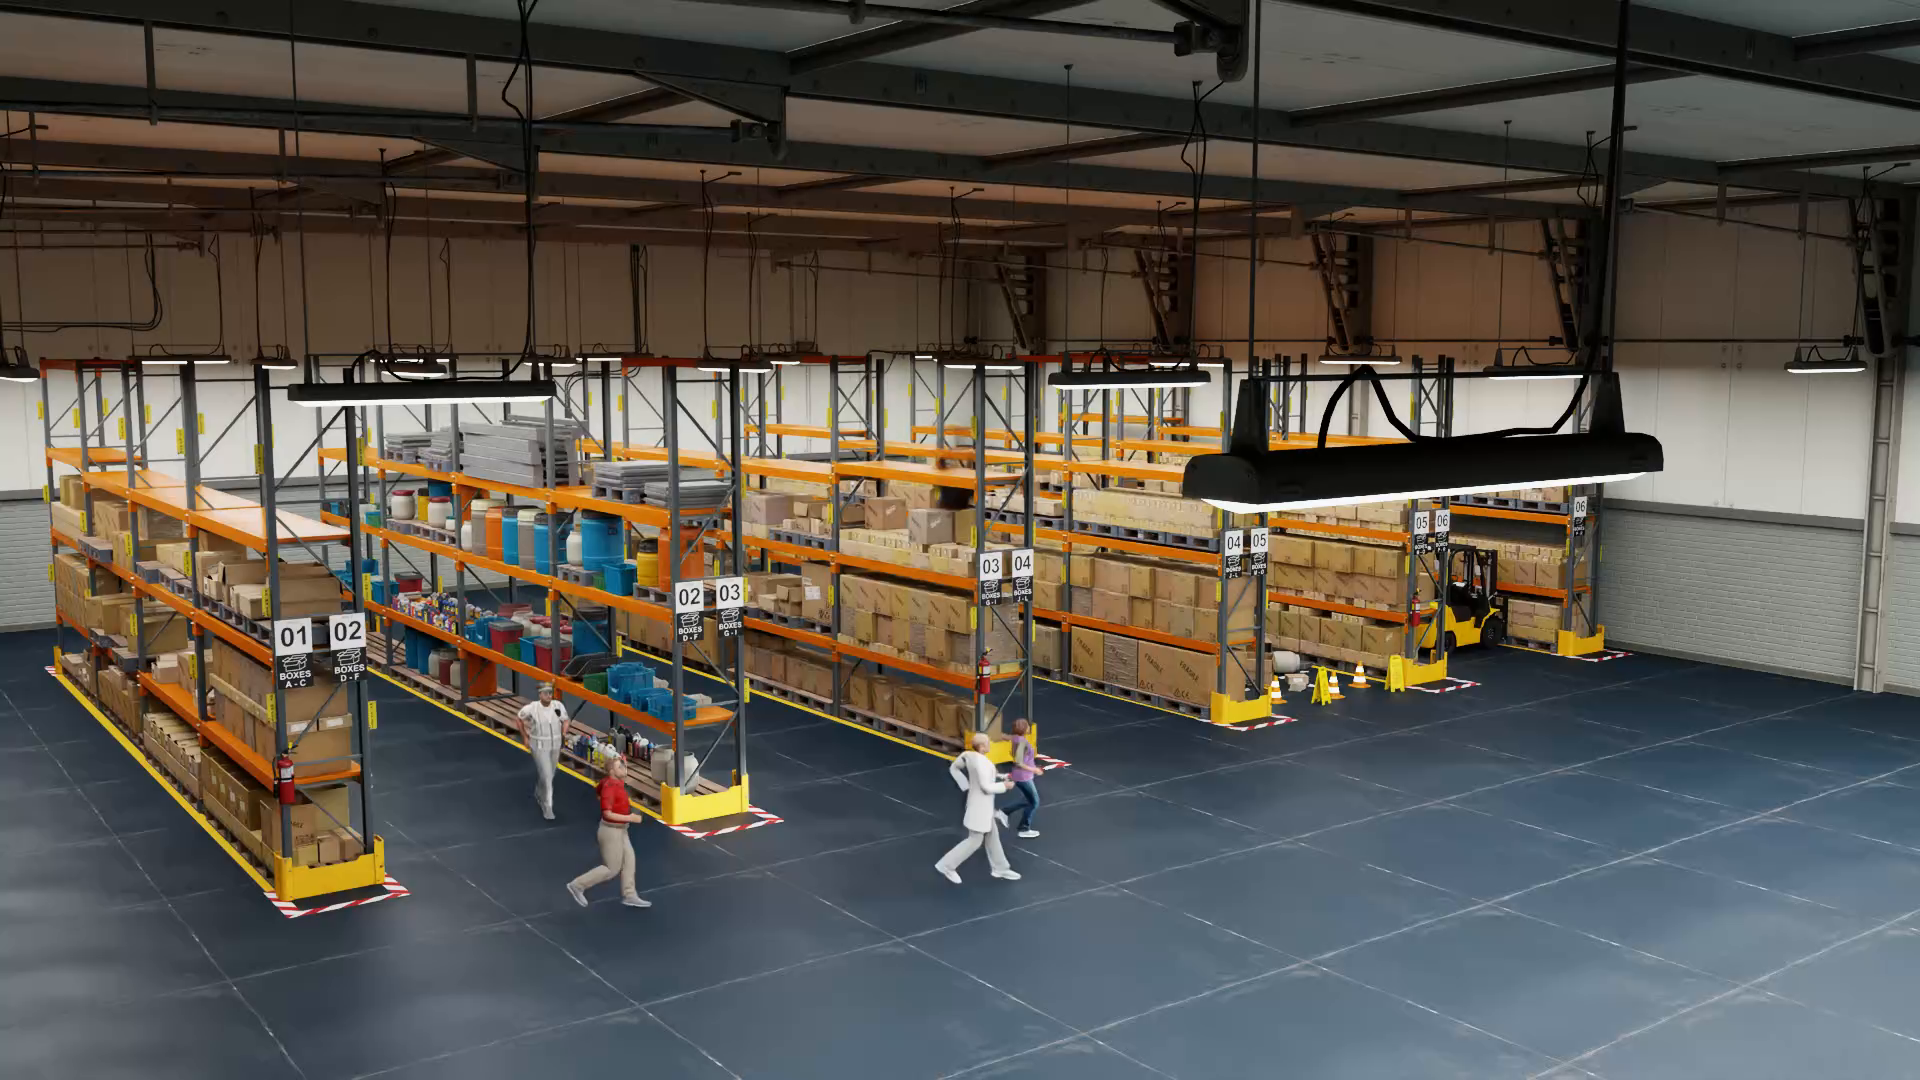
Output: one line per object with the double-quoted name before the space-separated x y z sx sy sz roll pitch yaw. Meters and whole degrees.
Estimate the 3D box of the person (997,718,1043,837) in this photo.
"person" 0.763 3.027 21.170 0.566 1.547 0.534 -1 7 -6

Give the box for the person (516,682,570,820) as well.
"person" -5.547 2.792 22.306 0.648 1.840 0.802 -6 9 -41

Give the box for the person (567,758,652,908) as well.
"person" -3.913 3.278 18.507 0.910 1.733 0.671 -1 7 -9

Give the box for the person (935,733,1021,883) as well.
"person" 0.221 3.119 19.254 1.057 1.790 0.709 -1 7 -12
